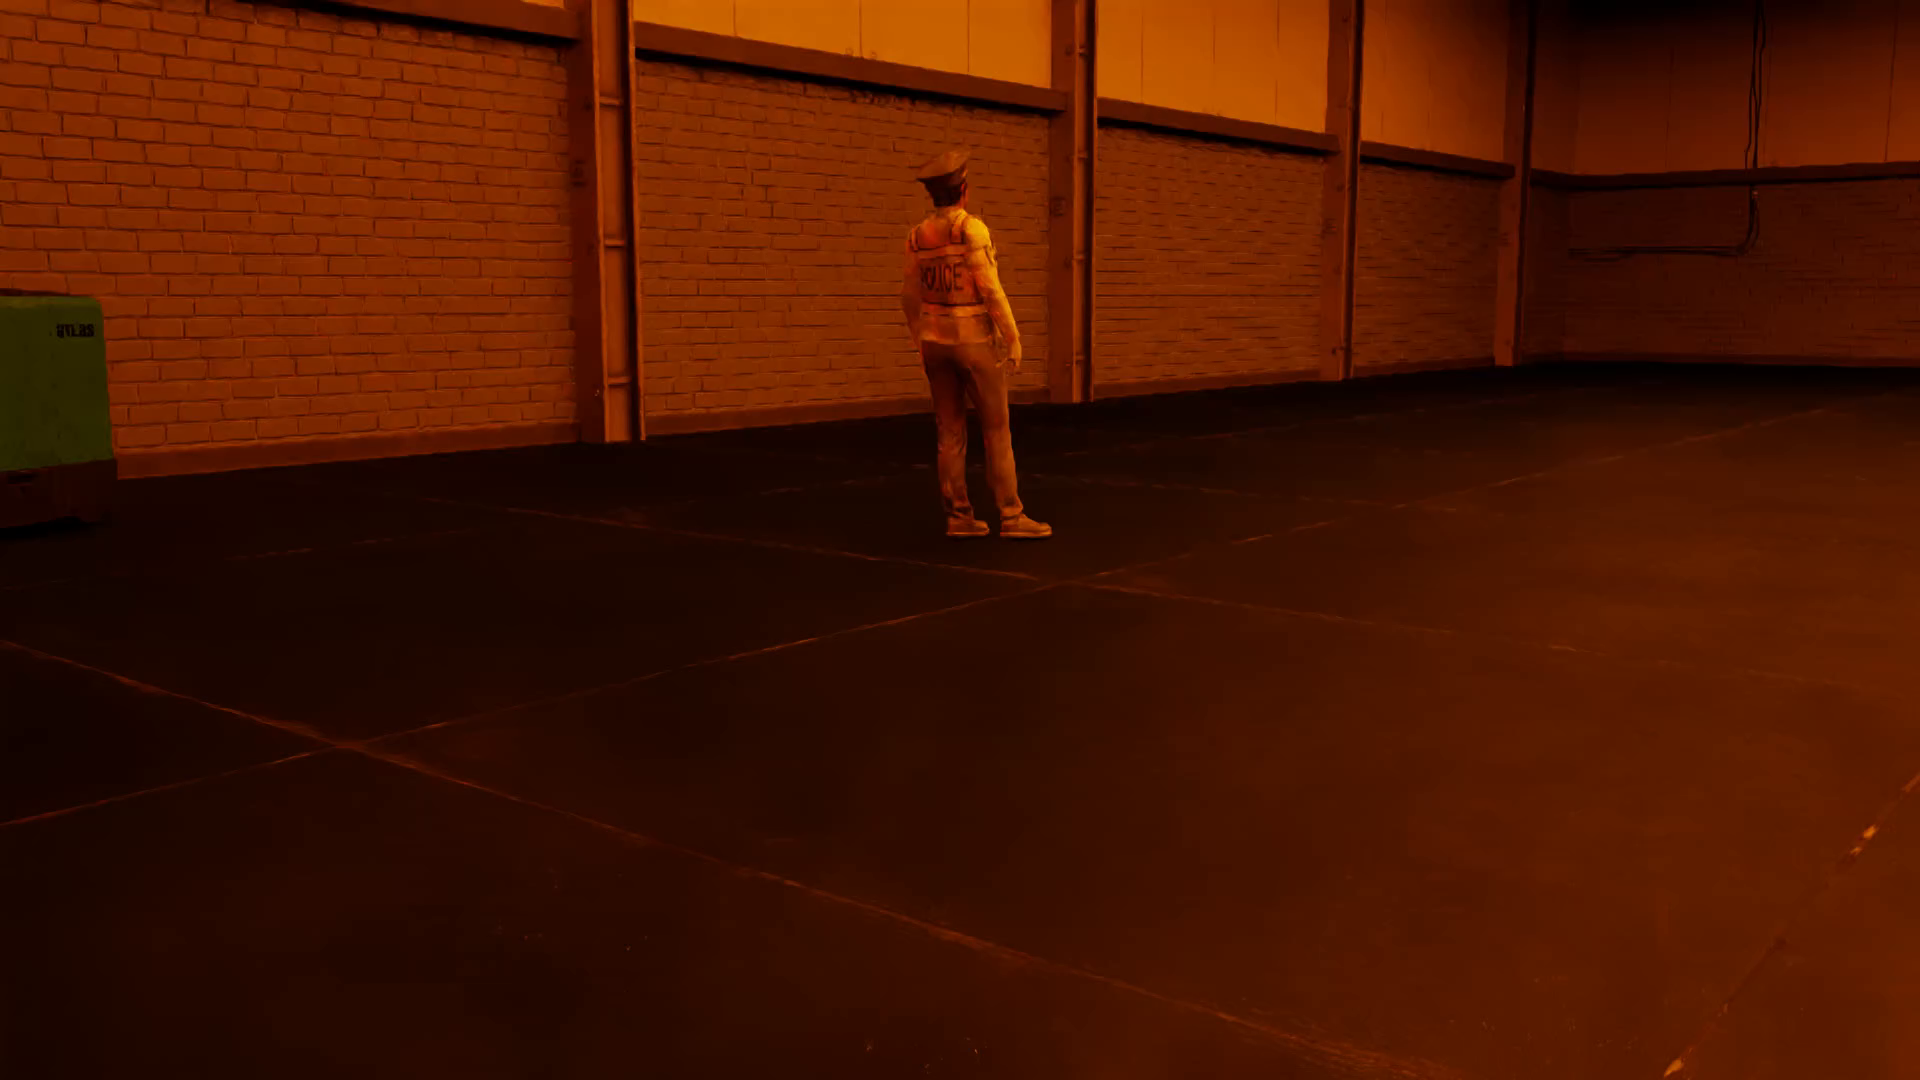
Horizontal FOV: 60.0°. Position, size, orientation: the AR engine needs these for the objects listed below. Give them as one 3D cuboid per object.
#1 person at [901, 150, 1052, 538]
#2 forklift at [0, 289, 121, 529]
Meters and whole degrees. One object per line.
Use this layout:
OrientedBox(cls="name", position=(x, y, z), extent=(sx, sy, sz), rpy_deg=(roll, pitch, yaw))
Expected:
OrientedBox(cls="person", position=(0.048, -0.853, 7.329), extent=(0.586, 1.695, 0.533), rpy_deg=(7, 11, 38))
OrientedBox(cls="forklift", position=(-4.957, -1.350, 6.510), extent=(1.130, 2.935, 3.031), rpy_deg=(3, 9, 19))
